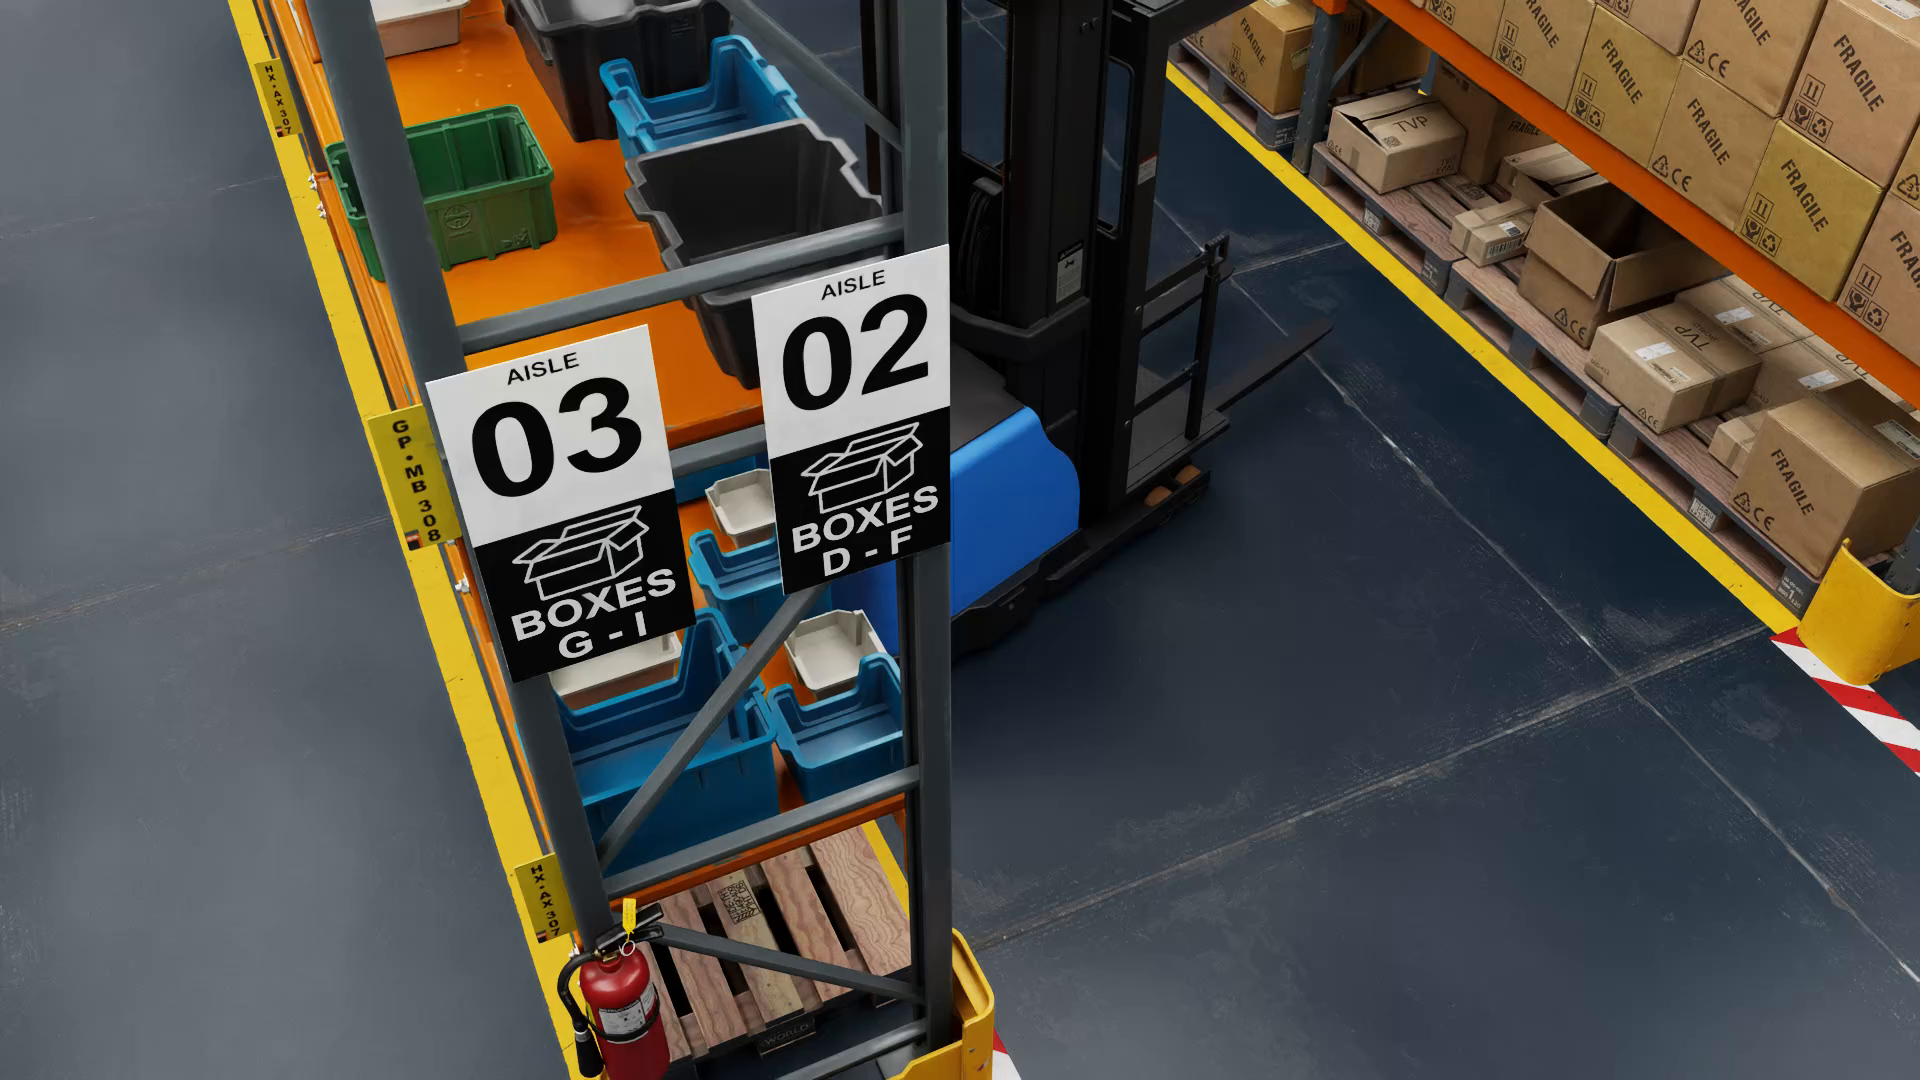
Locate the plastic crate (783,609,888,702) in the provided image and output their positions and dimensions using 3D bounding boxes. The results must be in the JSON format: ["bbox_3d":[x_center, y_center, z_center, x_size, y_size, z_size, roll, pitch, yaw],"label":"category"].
[{"bbox_3d":[-0.365,0.337,4.787,0.250,0.136,0.298,-18,47,-17],"label":"plastic crate"}]

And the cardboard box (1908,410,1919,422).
[{"bbox_3d":[4.027,-0.388,7.081,0.380,0.166,0.250,-18,47,-17],"label":"cardboard box"}]

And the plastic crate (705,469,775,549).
[{"bbox_3d":[-0.650,-0.095,5.225,0.250,0.136,0.298,-18,47,-17],"label":"plastic crate"}]

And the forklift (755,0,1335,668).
[{"bbox_3d":[0.450,-1.346,6.396,3.031,2.935,1.130,-34,54,-30],"label":"forklift"}]

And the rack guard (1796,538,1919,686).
[{"bbox_3d":[3.964,0.129,6.632,1.175,0.500,0.348,-18,47,-17],"label":"rack guard"}]

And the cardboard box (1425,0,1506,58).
[{"bbox_3d":[2.499,-2.567,7.513,0.500,0.500,0.500,-17,47,-17],"label":"cardboard box"}]

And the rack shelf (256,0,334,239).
[{"bbox_3d":[-3.022,-2.820,8.353,1.077,0.370,4.000,-18,47,-17],"label":"rack shelf"}]

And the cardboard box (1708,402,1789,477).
[{"bbox_3d":[3.455,-0.419,7.112,0.380,0.166,0.250,-18,47,-17],"label":"cardboard box"}]

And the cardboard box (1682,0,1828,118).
[{"bbox_3d":[3.124,-1.957,6.184,0.500,0.500,0.500,-17,47,-16],"label":"cardboard box"}]

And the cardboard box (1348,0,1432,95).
[{"bbox_3d":[2.332,-2.909,9.398,0.500,0.500,0.500,-20,48,-19],"label":"cardboard box"}]

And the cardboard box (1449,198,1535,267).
[{"bbox_3d":[2.667,-1.530,8.238,0.380,0.166,0.250,-18,47,-17],"label":"cardboard box"}]

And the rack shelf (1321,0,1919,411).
[{"bbox_3d":[3.155,-1.731,7.250,1.077,0.370,4.000,-18,47,-17],"label":"rack shelf"}]

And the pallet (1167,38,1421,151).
[{"bbox_3d":[1.938,-2.776,9.782,1.003,0.211,1.213,-18,47,-17],"label":"pallet"}]

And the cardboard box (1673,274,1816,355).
[{"bbox_3d":[3.604,-0.958,7.599,0.500,0.250,0.500,-18,47,-17],"label":"cardboard box"}]

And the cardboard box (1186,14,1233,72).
[{"bbox_3d":[1.646,-3.076,9.567,0.500,0.500,0.500,-18,47,-17],"label":"cardboard box"}]

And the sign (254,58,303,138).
[{"bbox_3d":[-2.681,-1.738,6.548,0.100,0.325,0.005,-18,47,-17],"label":"sign"}]

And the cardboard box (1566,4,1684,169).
[{"bbox_3d":[2.923,-1.924,6.861,0.500,0.500,0.500,-19,48,-18],"label":"cardboard box"}]

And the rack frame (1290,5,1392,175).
[{"bbox_3d":[2.314,-3.262,8.289,1.000,3.000,0.127,-18,47,-17],"label":"rack frame"}]

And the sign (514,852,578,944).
[{"bbox_3d":[-0.992,0.863,3.993,0.100,0.325,0.005,-18,47,-17],"label":"sign"}]

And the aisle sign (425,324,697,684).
[{"bbox_3d":[-0.735,-0.045,3.178,0.394,0.787,0.004,-18,47,-17],"label":"aisle sign"}]

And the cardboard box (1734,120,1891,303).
[{"bbox_3d":[3.340,-1.283,6.212,0.500,0.500,0.500,-18,47,-17],"label":"cardboard box"}]

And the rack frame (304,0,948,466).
[{"bbox_3d":[-0.500,-1.388,2.118,1.000,3.000,0.127,-18,47,-17],"label":"rack frame"}]

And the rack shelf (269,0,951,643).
[{"bbox_3d":[-1.341,-1.338,4.716,1.077,0.370,4.000,-18,47,-17],"label":"rack shelf"}]

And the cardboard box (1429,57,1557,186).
[{"bbox_3d":[2.811,-2.249,8.729,0.500,0.500,0.500,-18,47,-17],"label":"cardboard box"}]

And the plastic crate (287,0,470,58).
[{"bbox_3d":[-1.594,-1.470,4.525,0.437,0.136,0.530,-18,47,-17],"label":"plastic crate"}]

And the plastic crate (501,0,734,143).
[{"bbox_3d":[-0.893,-1.353,4.263,0.504,0.338,0.767,-18,47,-17],"label":"plastic crate"}]

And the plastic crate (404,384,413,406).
[{"bbox_3d":[-1.596,-0.447,5.513,0.416,0.233,0.300,-18,47,-17],"label":"plastic crate"}]

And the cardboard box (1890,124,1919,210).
[{"bbox_3d":[3.559,-1.307,5.524,0.500,0.500,0.500,-18,48,-18],"label":"cardboard box"}]

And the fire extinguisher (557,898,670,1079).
[{"bbox_3d":[-0.849,1.138,4.150,0.296,0.674,0.183,-18,47,-17],"label":"fire extinguisher"}]

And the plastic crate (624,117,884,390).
[{"bbox_3d":[-0.409,-0.601,3.550,0.497,0.269,0.590,-18,47,-17],"label":"plastic crate"}]

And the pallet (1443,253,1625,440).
[{"bbox_3d":[3.119,-1.052,8.035,1.003,0.211,1.213,-18,47,-17],"label":"pallet"}]

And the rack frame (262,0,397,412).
[{"bbox_3d":[-2.182,-1.801,6.809,1.000,3.000,0.127,-18,47,-17],"label":"rack frame"}]

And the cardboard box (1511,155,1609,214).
[{"bbox_3d":[3.127,-1.704,8.311,0.500,0.311,0.500,-18,47,-17],"label":"cardboard box"}]
